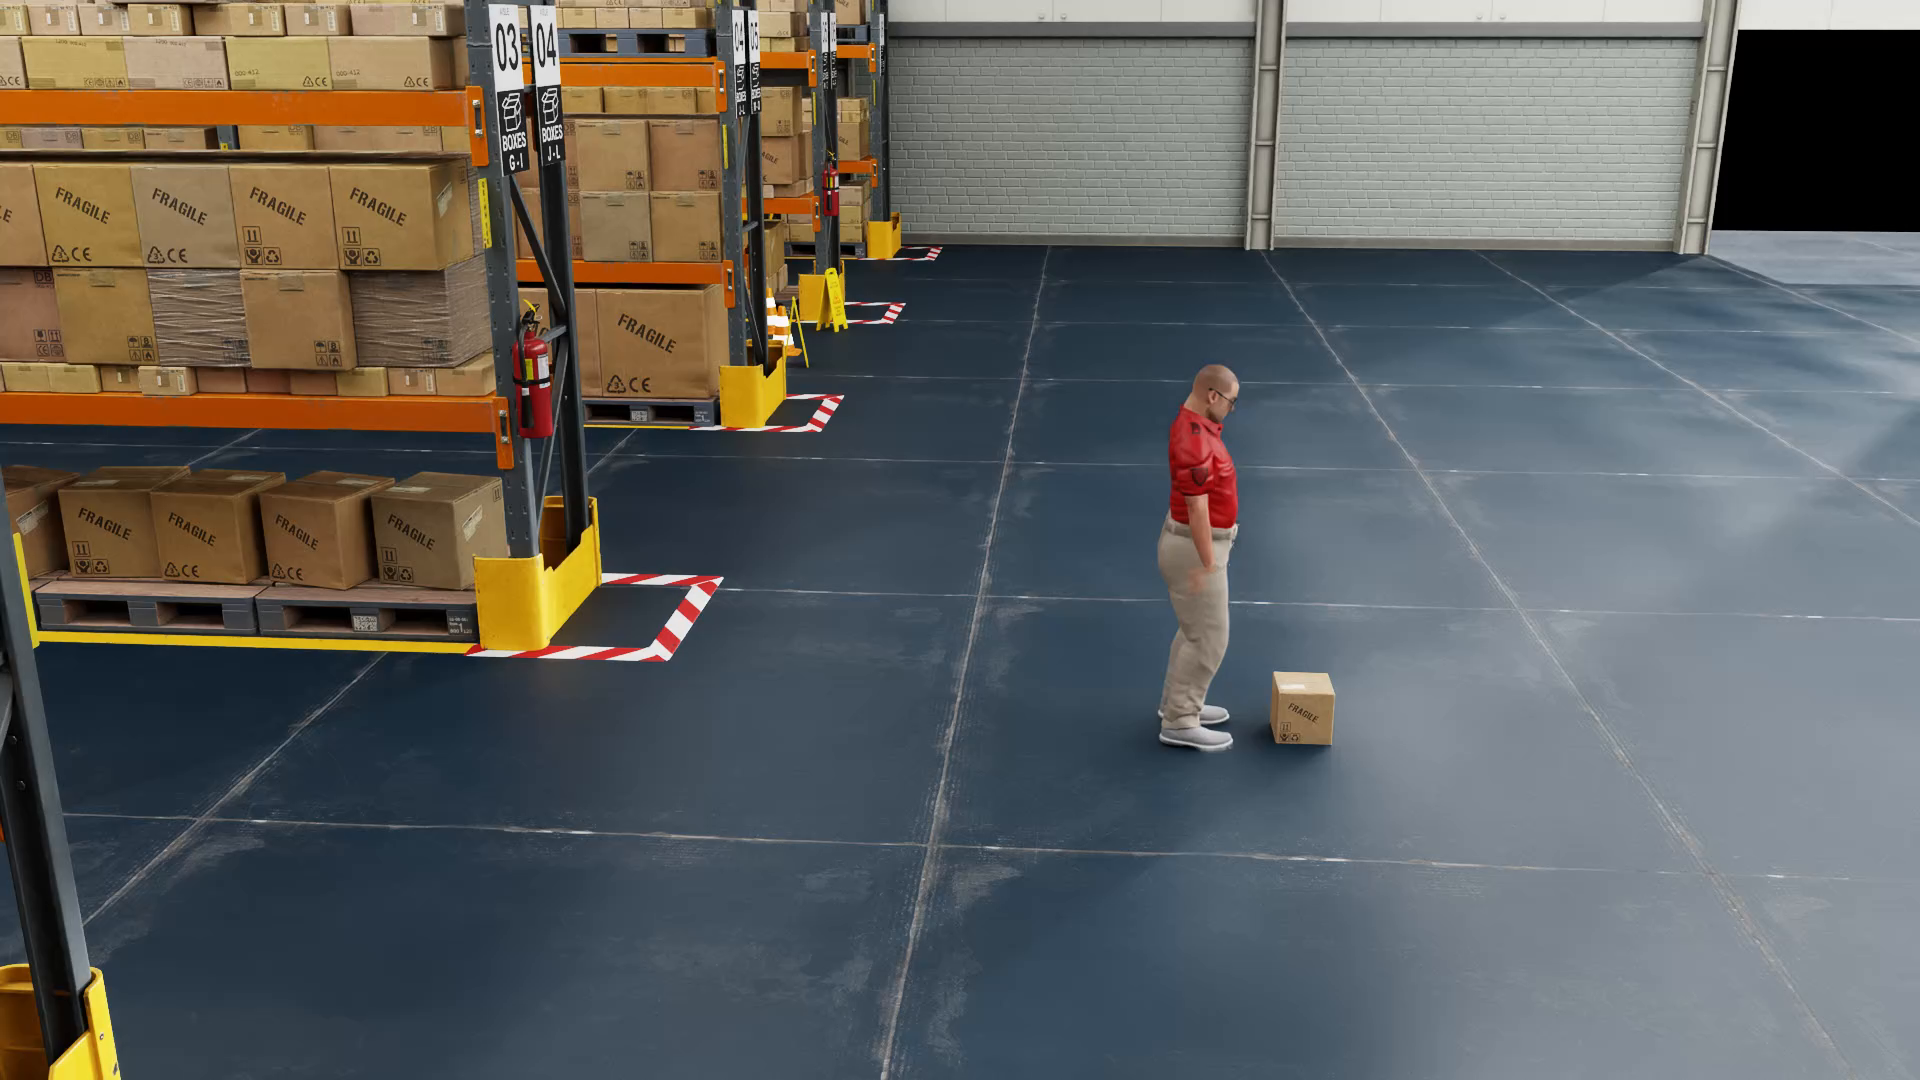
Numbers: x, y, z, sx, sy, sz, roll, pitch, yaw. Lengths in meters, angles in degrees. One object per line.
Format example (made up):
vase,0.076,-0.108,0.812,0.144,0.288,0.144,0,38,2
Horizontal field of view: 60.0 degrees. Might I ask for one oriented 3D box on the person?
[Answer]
person,1.065,0.060,7.430,0.363,1.713,0.538,2,17,5
